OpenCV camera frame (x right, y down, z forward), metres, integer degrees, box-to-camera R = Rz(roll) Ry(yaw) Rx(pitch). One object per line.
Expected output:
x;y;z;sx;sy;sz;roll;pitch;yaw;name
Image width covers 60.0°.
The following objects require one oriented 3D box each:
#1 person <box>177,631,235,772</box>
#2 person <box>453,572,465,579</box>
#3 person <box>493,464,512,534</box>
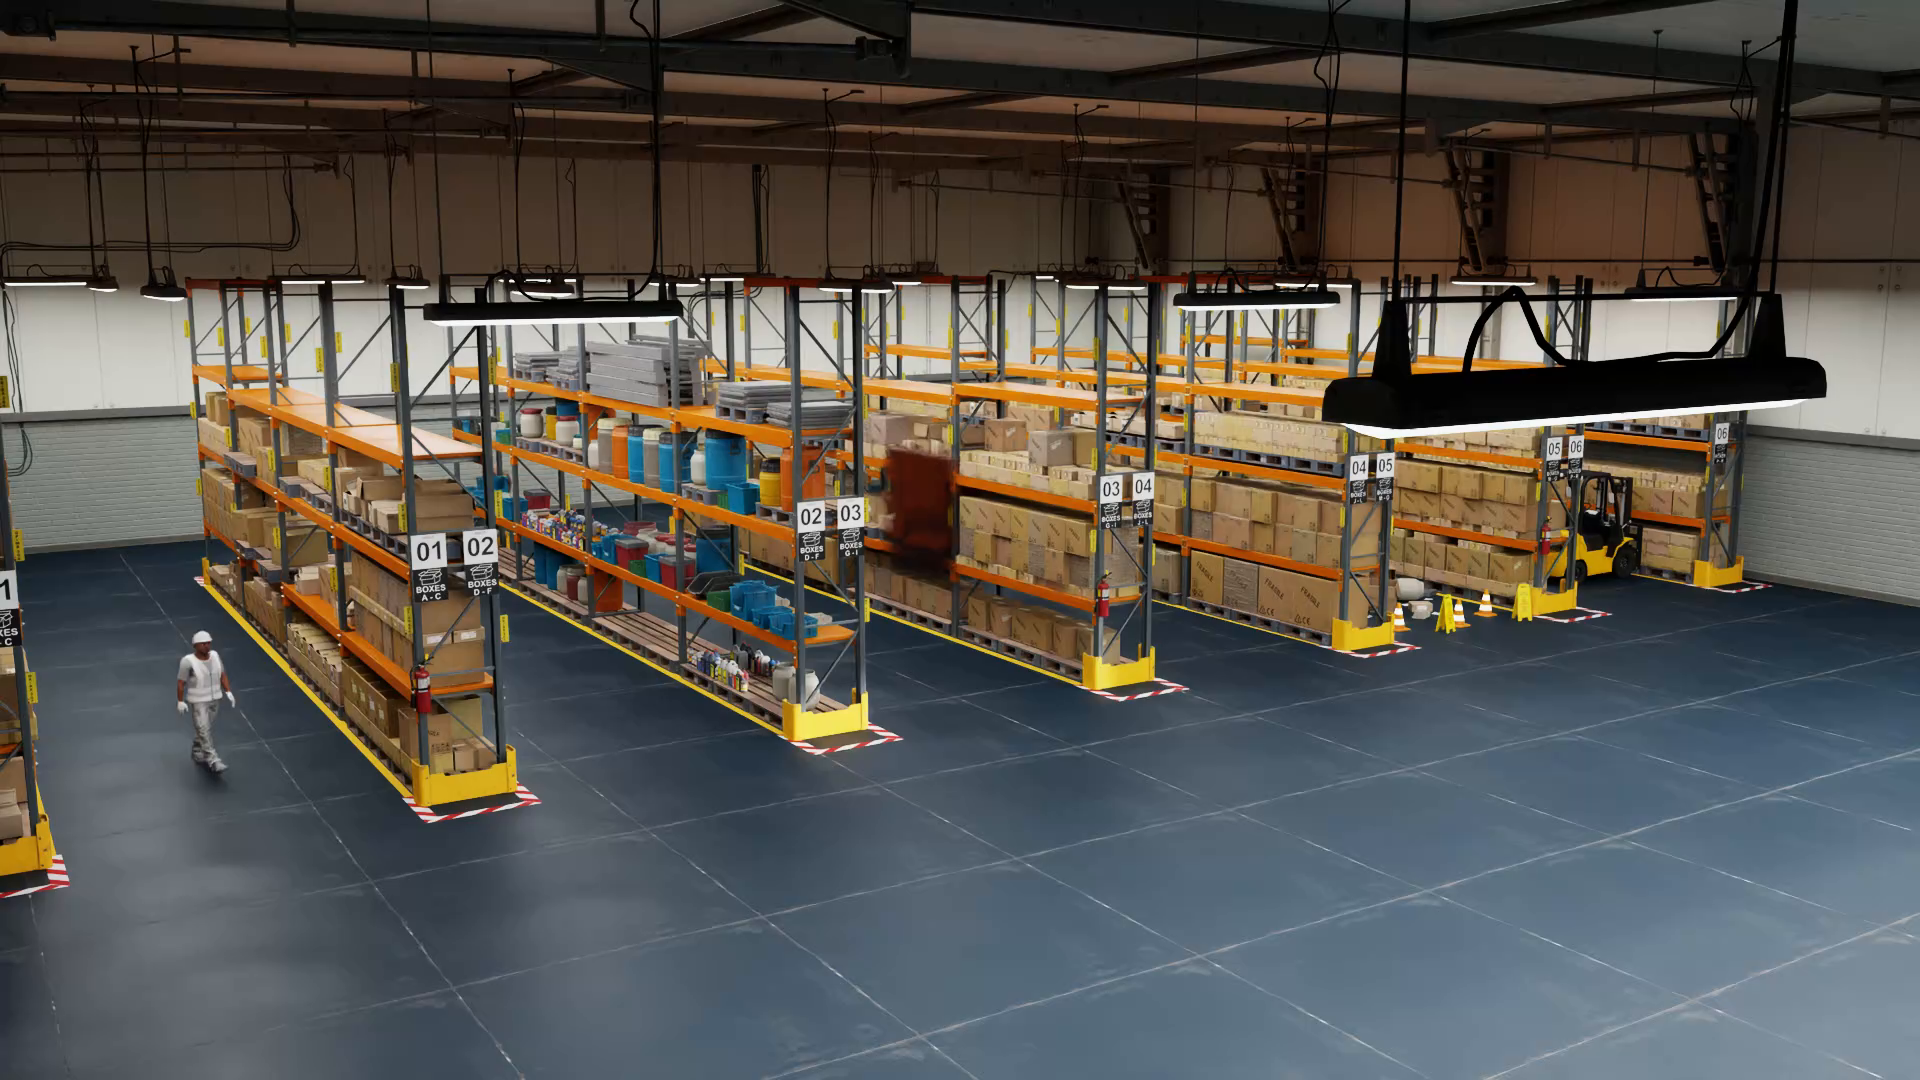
-9.384;1.993;20.781;1.066;1.722;0.583;5;11;29;person
-8.539;0.839;27.985;0.606;1.677;0.721;-4;10;-21;person
-10.761;-0.956;38.695;0.728;1.680;0.673;-4;11;-25;person
